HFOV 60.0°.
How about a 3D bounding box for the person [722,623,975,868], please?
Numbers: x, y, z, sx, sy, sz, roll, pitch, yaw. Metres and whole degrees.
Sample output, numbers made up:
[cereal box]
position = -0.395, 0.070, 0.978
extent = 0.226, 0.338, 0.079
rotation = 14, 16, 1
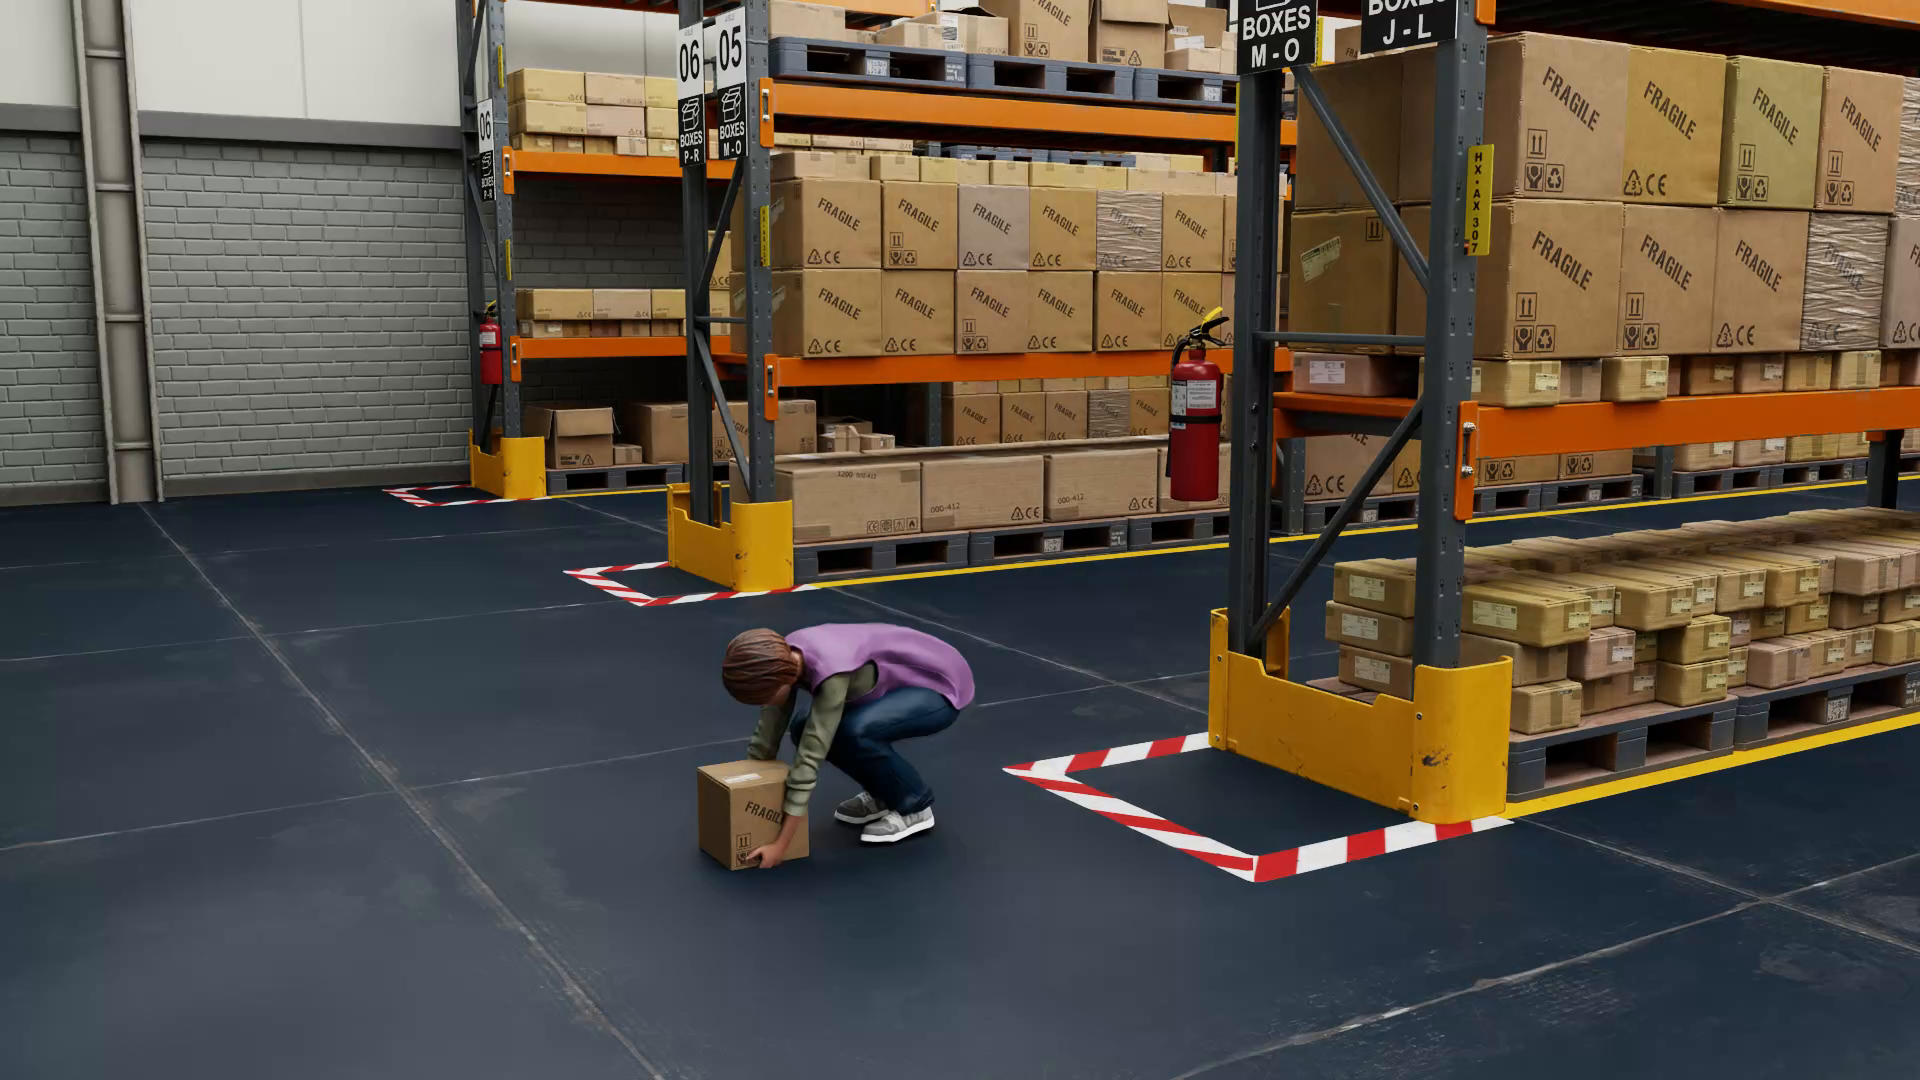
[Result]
[person]
position = -0.342, 0.590, 5.099
extent = 0.855, 0.709, 0.418
rotation = -5, 10, -32
